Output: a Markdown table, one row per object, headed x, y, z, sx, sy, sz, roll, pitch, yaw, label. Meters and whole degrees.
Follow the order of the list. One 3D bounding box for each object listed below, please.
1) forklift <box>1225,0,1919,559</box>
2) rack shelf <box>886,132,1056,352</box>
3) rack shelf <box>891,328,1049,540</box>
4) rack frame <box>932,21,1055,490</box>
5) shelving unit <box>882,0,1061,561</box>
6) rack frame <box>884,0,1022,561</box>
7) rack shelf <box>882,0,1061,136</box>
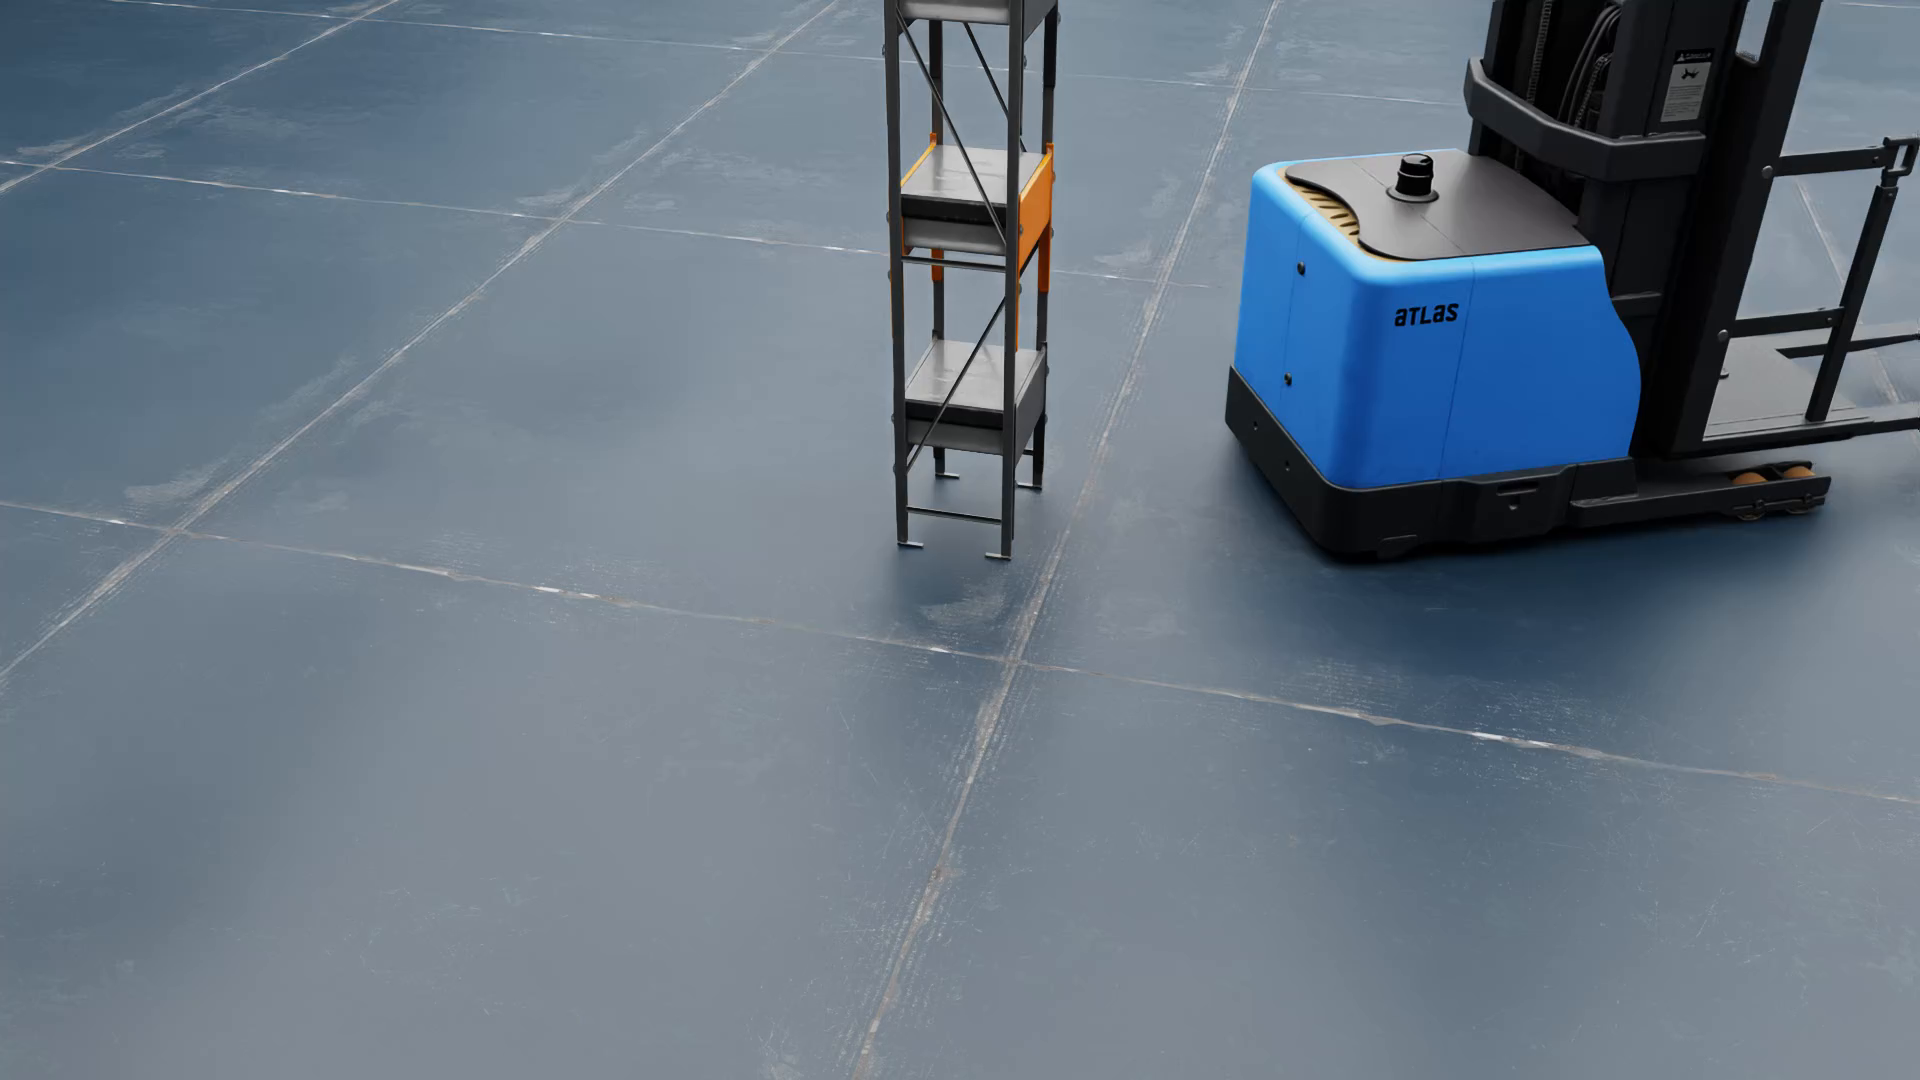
| x | y | z | sx | sy | sz | roll | pitch | yaw | label |
| --- | --- | --- | --- | --- | --- | --- | --- | --- | --- |
| 2.580 | -1.575 | 5.496 | 3.031 | 2.935 | 1.130 | -7 | 33 | -11 | forklift |
| 0.042 | -0.960 | 5.329 | 0.431 | 0.518 | 0.480 | 8 | 33 | 12 | rack shelf |
| 0.042 | -0.370 | 5.705 | 0.431 | 0.518 | 0.480 | 8 | 33 | 12 | rack shelf |
| 0.104 | -1.099 | 5.521 | 0.400 | 2.100 | 0.015 | 8 | 33 | 12 | rack frame |
| 0.042 | -0.972 | 5.322 | 0.431 | 2.100 | 0.503 | 8 | 33 | 12 | shelving unit |
| -0.020 | -0.845 | 5.123 | 0.400 | 2.100 | 0.015 | 8 | 33 | 12 | rack frame |
| 0.042 | -1.551 | 4.954 | 0.431 | 0.518 | 0.480 | 8 | 33 | 12 | rack shelf |
